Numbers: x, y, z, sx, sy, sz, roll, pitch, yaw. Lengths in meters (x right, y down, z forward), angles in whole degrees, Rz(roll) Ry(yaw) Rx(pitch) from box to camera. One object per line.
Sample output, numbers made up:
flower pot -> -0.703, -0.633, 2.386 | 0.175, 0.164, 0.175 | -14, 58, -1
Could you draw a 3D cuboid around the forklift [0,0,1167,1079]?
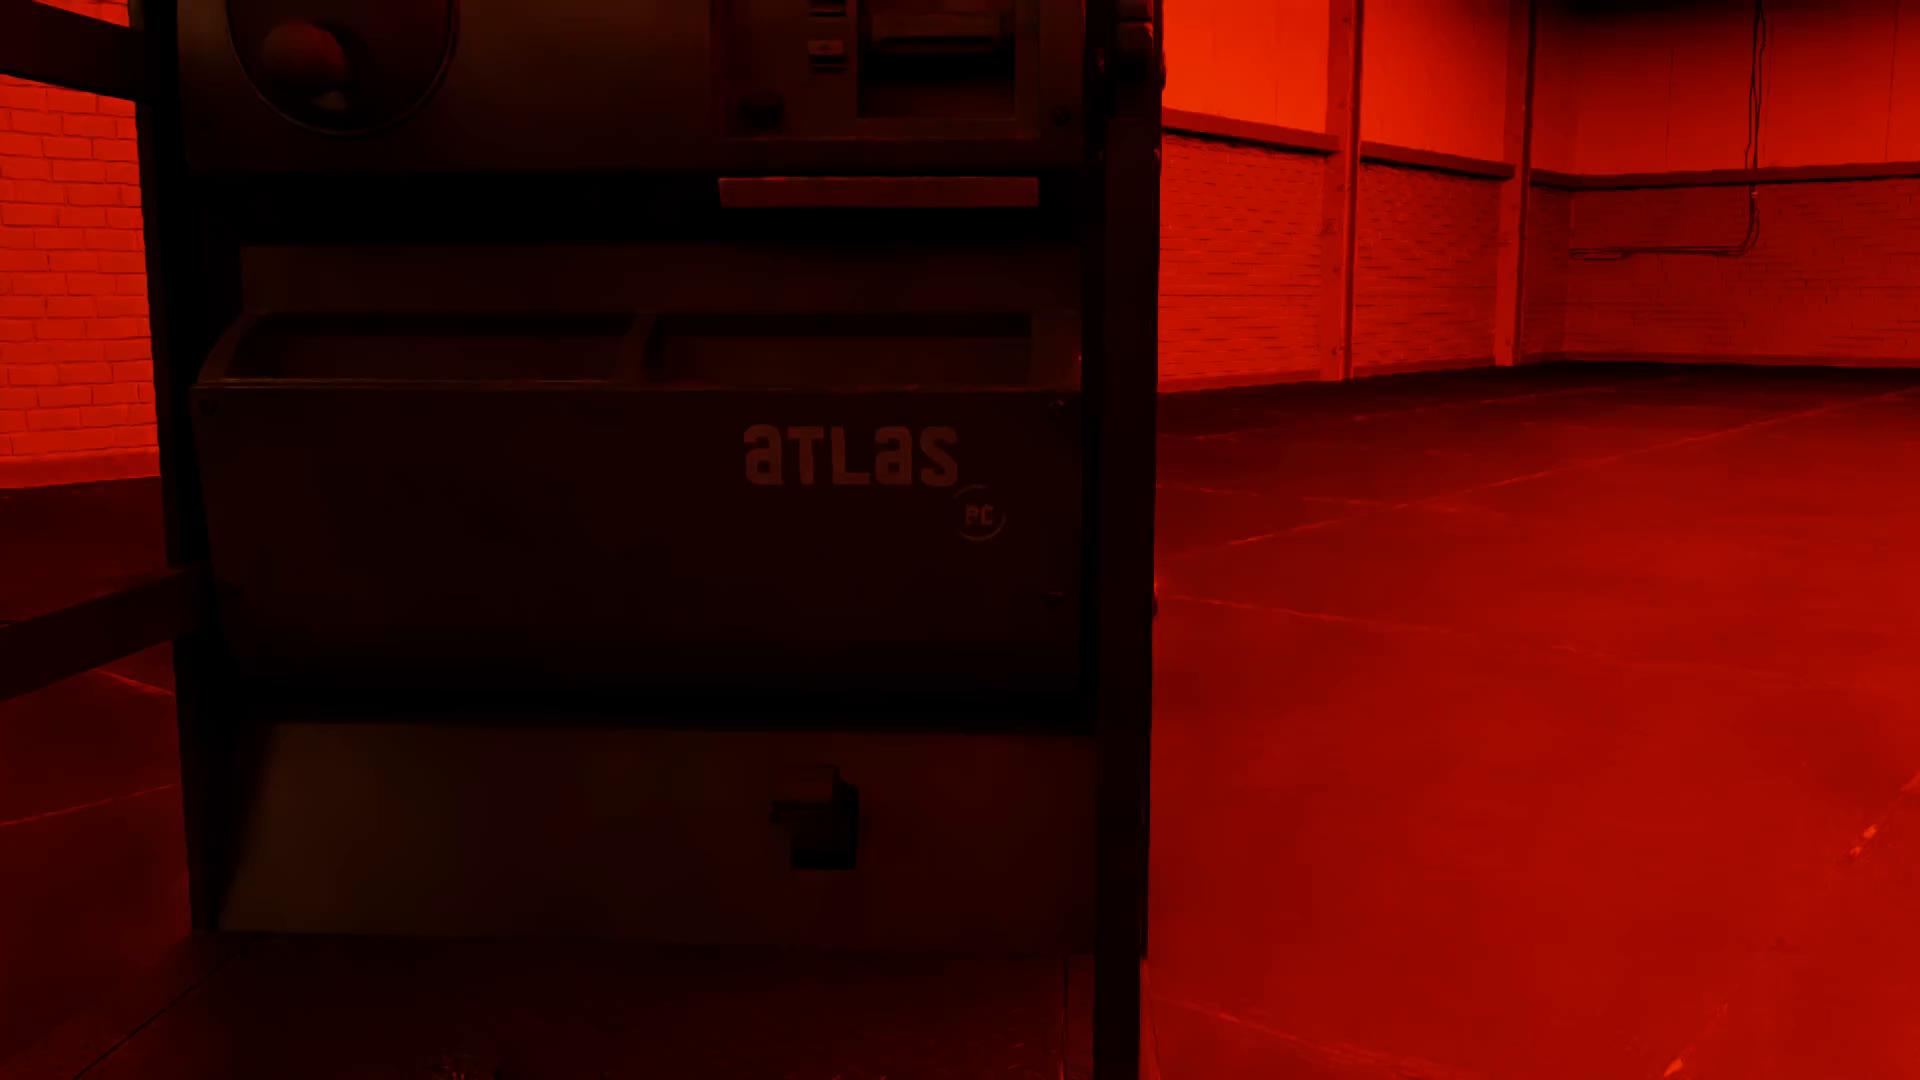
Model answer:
forklift -> -0.349, -0.616, 1.493 | 1.130, 2.935, 3.031 | 1, 8, 4
